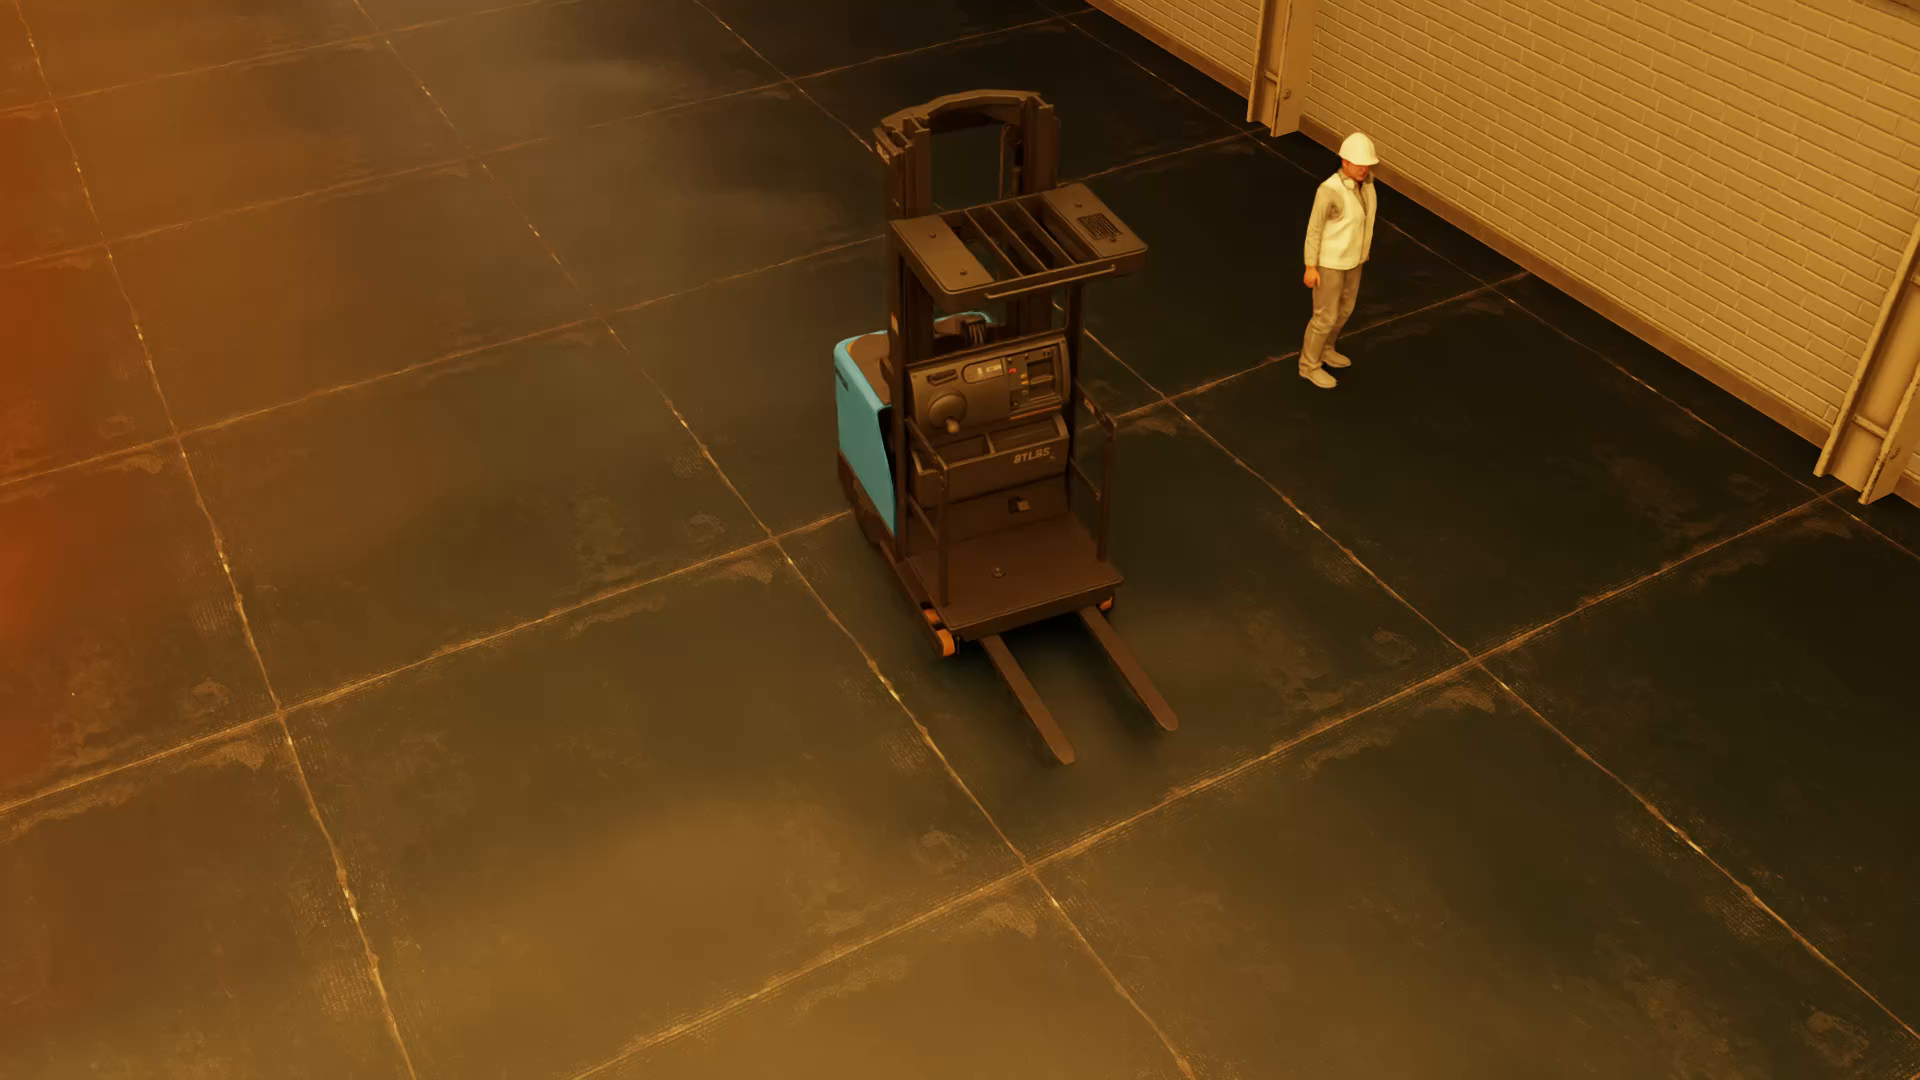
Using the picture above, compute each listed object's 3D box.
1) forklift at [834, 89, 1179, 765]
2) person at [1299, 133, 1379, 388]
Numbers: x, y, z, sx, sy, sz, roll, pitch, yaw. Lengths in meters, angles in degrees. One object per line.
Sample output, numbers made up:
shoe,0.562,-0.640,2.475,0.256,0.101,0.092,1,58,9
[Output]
forklift,0.258,-0.769,8.963,1.130,2.935,3.031,-15,42,-18
person,2.574,-1.895,11.230,0.411,1.775,0.632,31,49,32
